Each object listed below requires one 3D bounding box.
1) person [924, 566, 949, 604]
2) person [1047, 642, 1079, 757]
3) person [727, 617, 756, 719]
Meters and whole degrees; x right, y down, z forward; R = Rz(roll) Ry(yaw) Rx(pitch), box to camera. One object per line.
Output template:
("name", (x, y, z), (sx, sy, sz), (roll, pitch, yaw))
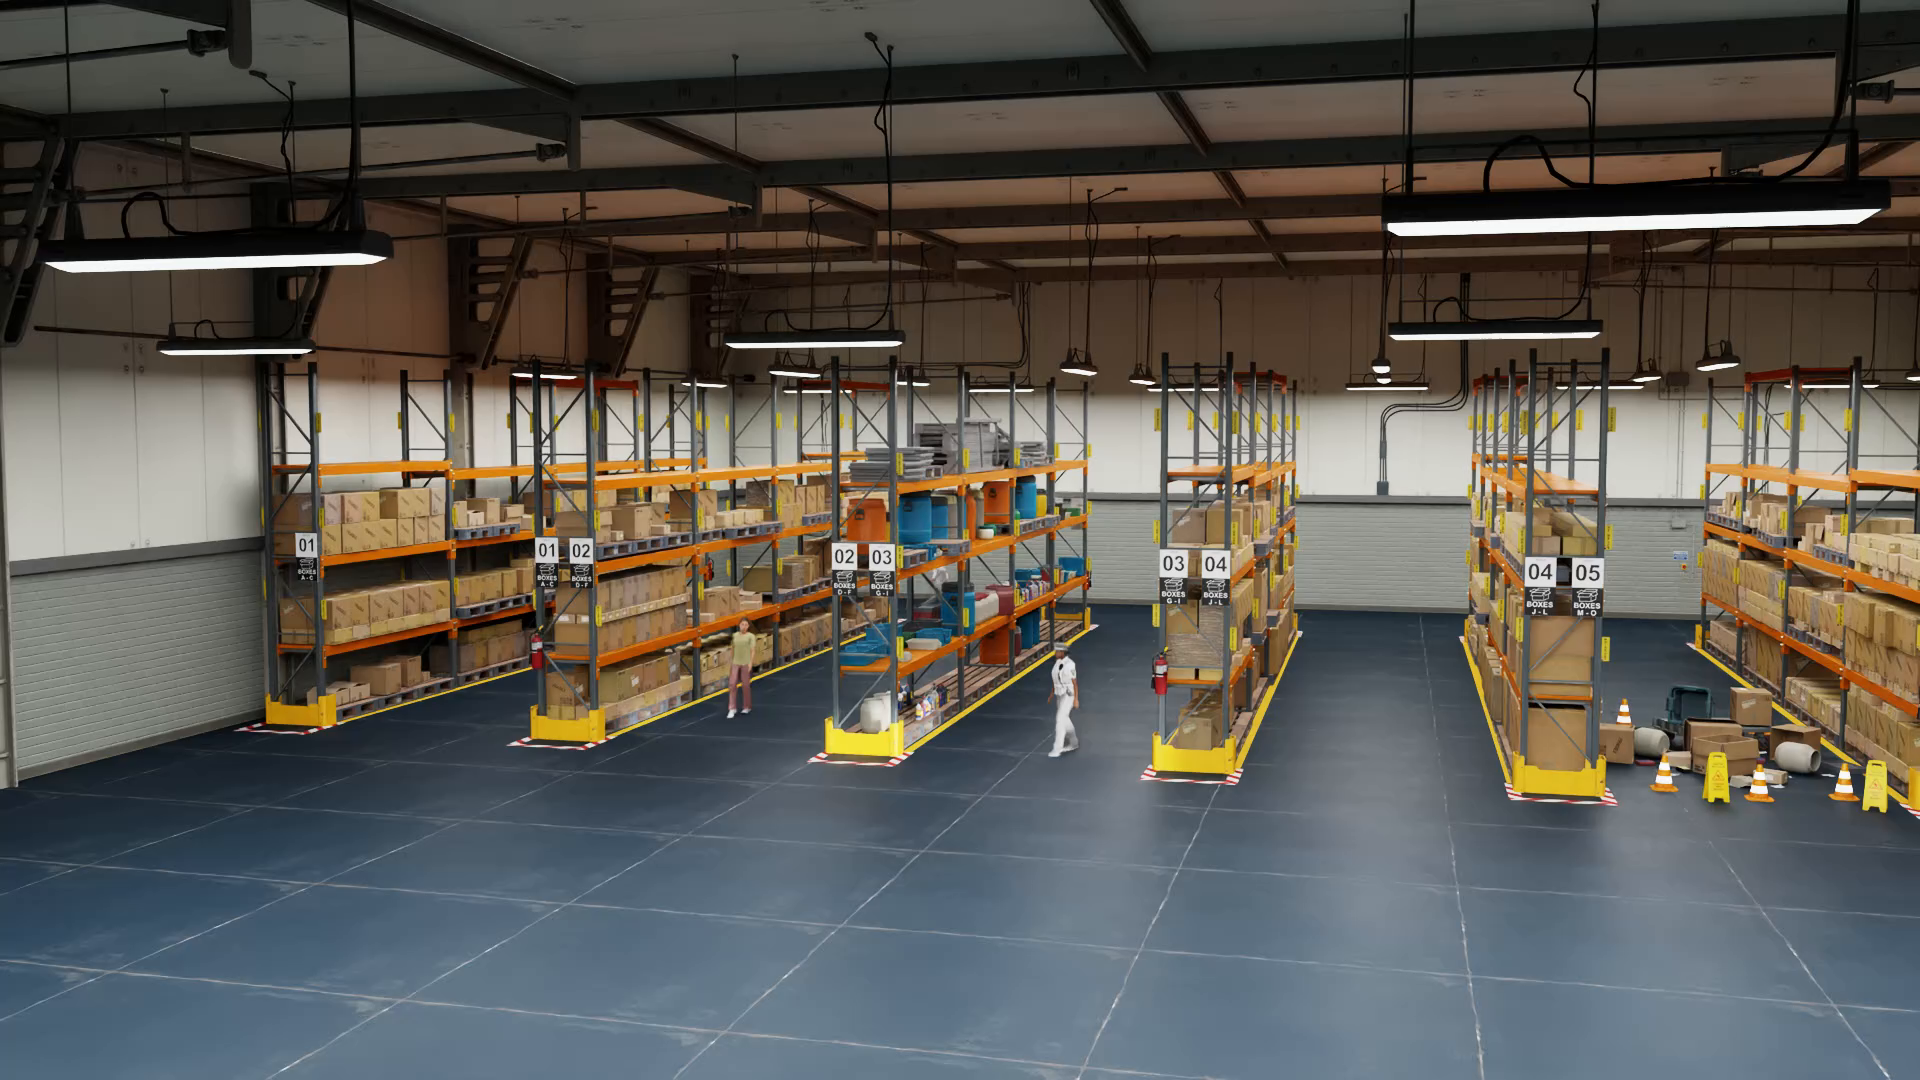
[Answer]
("person", (-0.537, 1.136, 43.742), (0.930, 1.551, 0.397), (2, 4, 24))
("person", (1.539, 2.399, 25.258), (0.648, 1.670, 0.574), (-1, 4, -20))
("person", (-3.757, 2.180, 28.466), (0.468, 1.692, 0.675), (0, 4, 7))
